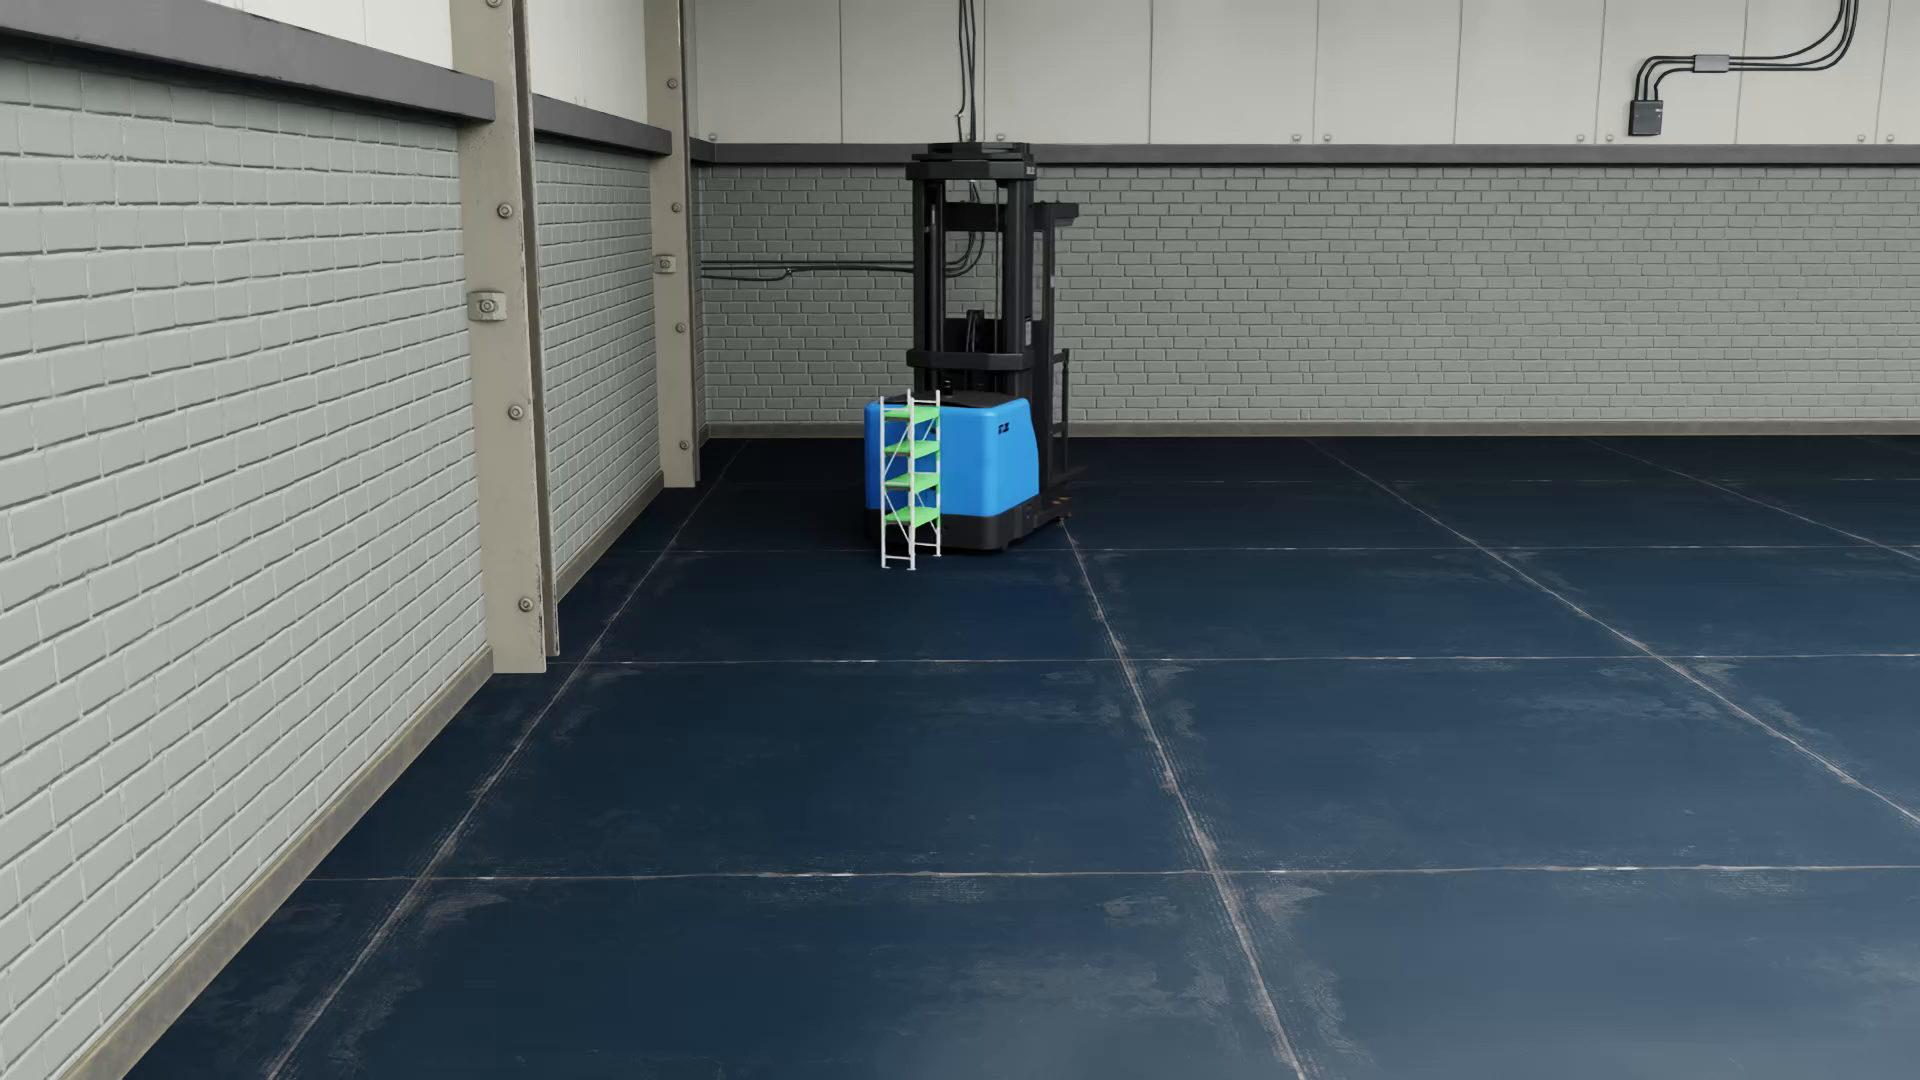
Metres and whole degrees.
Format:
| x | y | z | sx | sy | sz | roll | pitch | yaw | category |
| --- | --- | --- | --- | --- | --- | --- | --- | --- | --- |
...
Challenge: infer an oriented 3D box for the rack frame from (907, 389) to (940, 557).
| x | y | z | sx | sy | sz | roll | pitch | yaw | category |
| --- | --- | --- | --- | --- | --- | --- | --- | --- | --- |
| -0.259 | -0.475 | 11.881 | 0.240 | 1.200 | 0.015 | 4 | 12 | 20 | rack frame |

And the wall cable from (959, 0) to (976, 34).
| x | y | z | sx | sy | sz | roll | pitch | yaw | category |
| --- | --- | --- | --- | --- | --- | --- | --- | --- | --- |
| 1.430 | -6.477 | 16.960 | 3.097 | 2.526 | 0.112 | 0 | 11 | -1 | wall cable |

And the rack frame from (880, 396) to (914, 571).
| x | y | z | sx | sy | sz | roll | pitch | yaw | category |
| --- | --- | --- | --- | --- | --- | --- | --- | --- | --- |
| -0.431 | -0.384 | 11.434 | 0.240 | 1.200 | 0.015 | 4 | 12 | 20 | rack frame |

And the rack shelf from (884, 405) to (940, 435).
| x | y | z | sx | sy | sz | roll | pitch | yaw | category |
| --- | --- | --- | --- | --- | --- | --- | --- | --- | --- |
| -0.345 | -0.837 | 11.575 | 0.258 | 0.148 | 0.480 | 4 | 12 | 20 | rack shelf |

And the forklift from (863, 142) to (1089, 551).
| x | y | z | sx | sy | sz | roll | pitch | yaw | category |
| --- | --- | --- | --- | --- | --- | --- | --- | --- | --- |
| 0.284 | -1.608 | 13.111 | 1.130 | 2.935 | 3.031 | 4 | 12 | 20 | forklift |

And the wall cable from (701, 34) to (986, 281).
| x | y | z | sx | sy | sz | roll | pitch | yaw | category |
| --- | --- | --- | --- | --- | --- | --- | --- | --- | --- |
| -1.275 | -3.991 | 17.408 | 3.097 | 2.526 | 0.112 | 0 | 11 | -1 | wall cable |

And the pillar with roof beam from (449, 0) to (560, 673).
| x | y | z | sx | sy | sz | roll | pitch | yaw | category |
| --- | --- | --- | --- | --- | --- | --- | --- | --- | --- |
| 1.892 | -3.747 | 8.394 | 9.100 | 9.000 | 0.400 | 0 | 11 | -1 | pillar with roof beam |

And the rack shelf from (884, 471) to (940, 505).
| x | y | z | sx | sy | sz | roll | pitch | yaw | category |
| --- | --- | --- | --- | --- | --- | --- | --- | --- | --- |
| -0.345 | -0.367 | 11.670 | 0.258 | 0.148 | 0.480 | 4 | 12 | 20 | rack shelf |

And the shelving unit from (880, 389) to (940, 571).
| x | y | z | sx | sy | sz | roll | pitch | yaw | category |
| --- | --- | --- | --- | --- | --- | --- | --- | --- | --- |
| -0.345 | -0.429 | 11.657 | 0.258 | 1.200 | 0.503 | 4 | 12 | 20 | shelving unit |

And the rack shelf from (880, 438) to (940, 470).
| x | y | z | sx | sy | sz | roll | pitch | yaw | category |
| --- | --- | --- | --- | --- | --- | --- | --- | --- | --- |
| -0.345 | -0.602 | 11.622 | 0.258 | 0.148 | 0.480 | 4 | 12 | 20 | rack shelf |

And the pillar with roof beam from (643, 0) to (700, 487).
| x | y | z | sx | sy | sz | roll | pitch | yaw | category |
| --- | --- | --- | --- | --- | --- | --- | --- | --- | --- |
| 1.768 | -4.939 | 14.273 | 9.100 | 9.000 | 0.400 | 0 | 11 | -1 | pillar with roof beam |

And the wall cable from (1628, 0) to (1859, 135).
| x | y | z | sx | sy | sz | roll | pitch | yaw | category |
| --- | --- | --- | --- | --- | --- | --- | --- | --- | --- |
| 8.217 | -7.215 | 16.938 | 2.305 | 6.003 | 0.169 | 0 | 11 | -1 | wall cable |

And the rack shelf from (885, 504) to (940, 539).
| x | y | z | sx | sy | sz | roll | pitch | yaw | category |
| --- | --- | --- | --- | --- | --- | --- | --- | --- | --- |
| -0.345 | -0.131 | 11.718 | 0.258 | 0.148 | 0.480 | 4 | 12 | 20 | rack shelf |
